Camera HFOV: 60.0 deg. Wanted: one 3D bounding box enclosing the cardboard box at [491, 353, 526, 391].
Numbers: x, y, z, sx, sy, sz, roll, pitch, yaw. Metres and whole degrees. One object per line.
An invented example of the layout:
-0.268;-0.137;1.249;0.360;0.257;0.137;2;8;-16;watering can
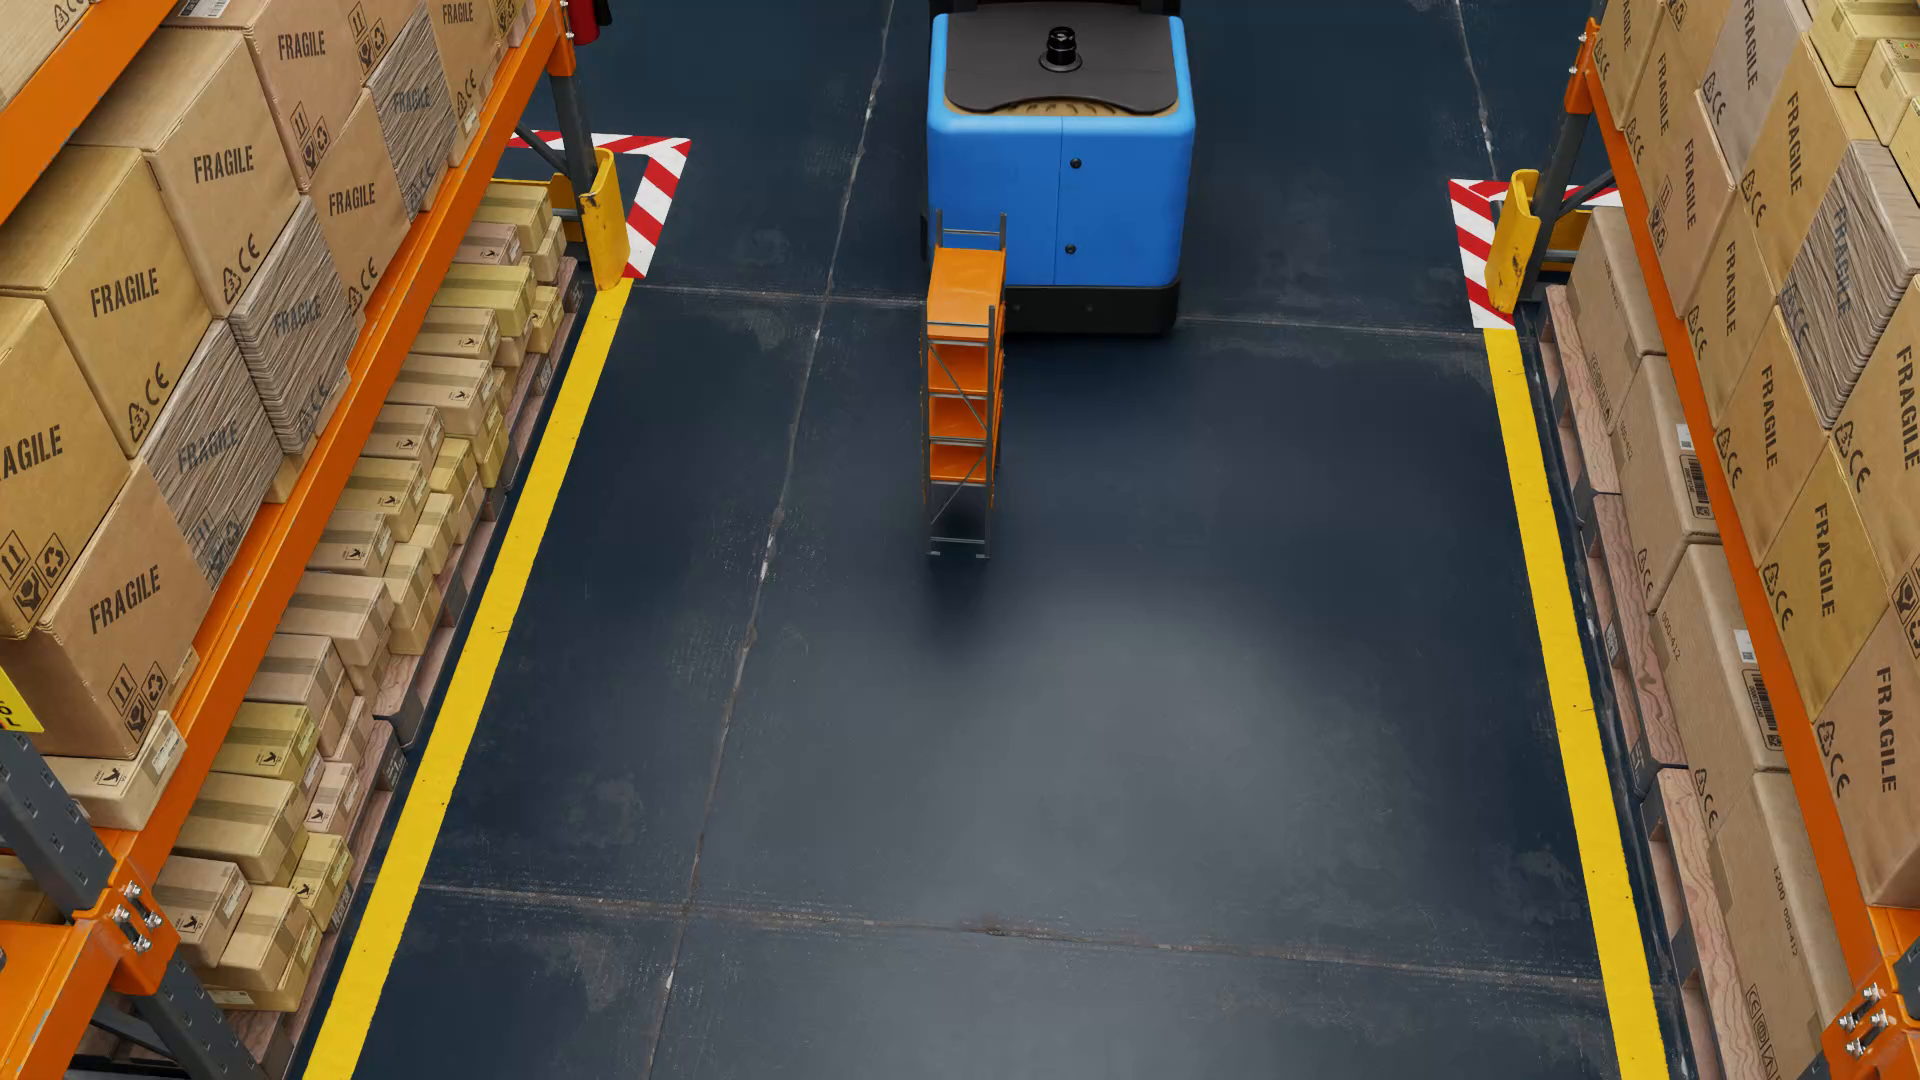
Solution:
-1.930;-0.710;6.514;0.380;0.149;0.250;4;48;3;cardboard box

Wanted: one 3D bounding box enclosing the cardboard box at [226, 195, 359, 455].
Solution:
-2.006;-0.589;4.486;0.500;0.500;0.500;3;48;3;cardboard box

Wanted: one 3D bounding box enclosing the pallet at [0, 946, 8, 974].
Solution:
-2.637;1.241;3.212;1.003;0.211;1.213;4;48;4;pallet

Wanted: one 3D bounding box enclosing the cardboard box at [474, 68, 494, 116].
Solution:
-1.874;-1.606;5.857;0.380;0.149;0.250;3;48;3;cardboard box

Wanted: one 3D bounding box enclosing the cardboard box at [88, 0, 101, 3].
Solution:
-2.014;-1.410;3.576;0.500;0.250;0.500;6;48;5;cardboard box

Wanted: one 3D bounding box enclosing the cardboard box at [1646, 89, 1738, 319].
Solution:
2.469;-1.011;5.074;0.500;0.500;0.500;4;48;3;cardboard box

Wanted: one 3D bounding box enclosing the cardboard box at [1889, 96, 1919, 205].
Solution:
2.407;-0.890;3.847;0.380;0.149;0.250;3;48;3;cardboard box

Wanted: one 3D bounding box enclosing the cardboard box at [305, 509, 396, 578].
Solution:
-2.078;0.036;5.428;0.380;0.149;0.250;2;48;2;cardboard box

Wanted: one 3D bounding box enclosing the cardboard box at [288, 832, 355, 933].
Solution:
-2.045;1.003;4.947;0.380;0.149;0.250;5;48;5;cardboard box

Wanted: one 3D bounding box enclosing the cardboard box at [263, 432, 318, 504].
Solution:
-2.030;-0.252;4.618;0.380;0.149;0.250;5;48;4;cardboard box

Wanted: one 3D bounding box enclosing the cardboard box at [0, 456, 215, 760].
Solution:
-2.126;0.143;3.817;0.500;0.500;0.500;3;48;3;cardboard box

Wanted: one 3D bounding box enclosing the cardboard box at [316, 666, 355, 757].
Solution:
-2.123;0.528;5.180;0.380;0.149;0.250;2;48;2;cardboard box

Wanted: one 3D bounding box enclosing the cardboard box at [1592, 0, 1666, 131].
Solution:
2.551;-1.757;5.756;0.500;0.500;0.500;4;48;3;cardboard box

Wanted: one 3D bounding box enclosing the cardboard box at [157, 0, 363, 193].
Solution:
-1.981;-1.290;4.450;0.500;0.500;0.500;2;48;2;cardboard box

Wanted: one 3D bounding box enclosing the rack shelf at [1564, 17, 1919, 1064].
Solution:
2.699;-0.344;5.020;1.077;0.370;4.000;4;48;4;rack shelf

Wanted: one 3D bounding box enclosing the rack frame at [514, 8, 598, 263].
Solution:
-2.058;-2.315;6.335;1.000;3.000;0.127;4;48;4;rack frame

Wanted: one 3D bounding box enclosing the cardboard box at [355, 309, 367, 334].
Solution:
-2.021;-0.648;4.980;0.380;0.149;0.250;5;48;5;cardboard box

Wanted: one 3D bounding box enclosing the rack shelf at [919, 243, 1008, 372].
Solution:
0.015;-0.792;5.629;0.258;0.148;0.480;4;48;4;rack shelf

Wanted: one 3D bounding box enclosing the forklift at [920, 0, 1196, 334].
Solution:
0.414;-2.924;6.938;1.130;2.935;3.031;1;48;1;forklift

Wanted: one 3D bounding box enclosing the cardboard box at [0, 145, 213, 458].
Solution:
-2.106;-0.545;3.768;0.500;0.500;0.500;3;48;2;cardboard box

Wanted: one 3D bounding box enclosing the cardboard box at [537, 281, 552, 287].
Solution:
-1.898;-1.094;6.865;0.380;0.149;0.250;5;48;4;cardboard box

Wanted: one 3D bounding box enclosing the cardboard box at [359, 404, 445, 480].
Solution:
-2.021;-0.337;5.769;0.380;0.149;0.250;2;48;2;cardboard box

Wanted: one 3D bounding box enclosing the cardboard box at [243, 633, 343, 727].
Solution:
-2.125;0.424;5.074;0.380;0.149;0.250;3;48;3;cardboard box

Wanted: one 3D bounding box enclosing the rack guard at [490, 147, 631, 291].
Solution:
-2.065;-1.416;7.206;1.175;0.500;0.348;4;48;4;rack guard

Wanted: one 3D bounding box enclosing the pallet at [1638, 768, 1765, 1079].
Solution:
2.664;1.270;4.945;1.003;0.211;1.213;4;48;4;pallet

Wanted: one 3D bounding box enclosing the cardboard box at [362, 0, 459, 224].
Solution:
-1.931;-1.351;5.183;0.500;0.500;0.500;4;48;4;cardboard box

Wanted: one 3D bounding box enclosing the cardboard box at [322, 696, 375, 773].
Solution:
-2.101;0.627;5.291;0.380;0.149;0.250;3;48;3;cardboard box

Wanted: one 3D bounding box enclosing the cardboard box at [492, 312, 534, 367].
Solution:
-1.867;-0.806;6.400;0.380;0.149;0.250;2;48;2;cardboard box

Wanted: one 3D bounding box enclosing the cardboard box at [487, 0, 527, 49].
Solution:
-1.842;-2.102;5.870;0.500;0.500;0.500;5;48;4;cardboard box

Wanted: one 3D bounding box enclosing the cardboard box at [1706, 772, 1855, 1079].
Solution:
2.681;1.152;4.616;0.875;0.438;0.875;3;48;3;cardboard box

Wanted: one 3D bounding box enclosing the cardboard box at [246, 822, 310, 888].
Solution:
-2.137;0.907;4.833;0.380;0.149;0.250;4;48;4;cardboard box

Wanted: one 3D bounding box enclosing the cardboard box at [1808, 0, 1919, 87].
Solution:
2.390;-1.268;4.192;0.380;0.149;0.250;3;48;3;cardboard box

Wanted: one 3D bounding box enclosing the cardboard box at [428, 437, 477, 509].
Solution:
-1.943;-0.238;5.880;0.380;0.149;0.250;6;48;5;cardboard box

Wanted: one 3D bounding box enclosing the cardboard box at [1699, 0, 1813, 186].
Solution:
2.474;-1.335;4.693;0.500;0.500;0.500;4;48;3;cardboard box

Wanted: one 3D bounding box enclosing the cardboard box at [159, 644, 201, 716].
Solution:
-2.121;0.328;4.088;0.380;0.149;0.250;5;48;5;cardboard box

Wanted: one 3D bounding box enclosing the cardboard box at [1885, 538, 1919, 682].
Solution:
2.284;0.146;3.338;0.500;0.500;0.500;4;48;3;cardboard box

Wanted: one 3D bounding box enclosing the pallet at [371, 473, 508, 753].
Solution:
-2.288;0.170;5.951;1.003;0.211;1.213;4;48;4;pallet

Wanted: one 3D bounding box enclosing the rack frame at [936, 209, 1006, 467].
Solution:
0.037;-0.706;6.082;0.240;1.200;0.015;4;48;4;rack frame

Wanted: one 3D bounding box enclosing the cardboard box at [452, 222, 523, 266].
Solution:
-1.934;-1.109;6.476;0.380;0.149;0.250;5;48;4;cardboard box

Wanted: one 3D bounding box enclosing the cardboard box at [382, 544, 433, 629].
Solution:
-1.988;0.146;5.530;0.380;0.149;0.250;4;48;3;cardboard box

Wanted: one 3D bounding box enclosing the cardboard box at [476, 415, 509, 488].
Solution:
-1.901;-0.336;6.172;0.380;0.149;0.250;2;48;2;cardboard box

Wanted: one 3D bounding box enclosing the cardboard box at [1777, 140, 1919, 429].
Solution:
2.376;-0.601;4.021;0.500;0.500;0.500;4;48;4;cardboard box

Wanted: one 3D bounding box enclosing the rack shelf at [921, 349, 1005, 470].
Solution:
0.015;-0.481;5.968;0.258;0.148;0.480;4;48;4;rack shelf

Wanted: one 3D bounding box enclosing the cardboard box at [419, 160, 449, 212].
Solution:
-1.927;-1.226;5.508;0.380;0.149;0.250;2;48;2;cardboard box

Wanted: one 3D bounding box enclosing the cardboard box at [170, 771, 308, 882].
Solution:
-2.100;0.806;4.724;0.380;0.149;0.250;6;48;5;cardboard box

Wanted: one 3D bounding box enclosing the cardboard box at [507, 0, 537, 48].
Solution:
-1.806;-1.972;6.191;0.380;0.149;0.250;4;48;4;cardboard box

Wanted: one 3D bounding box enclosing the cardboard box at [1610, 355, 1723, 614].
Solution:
2.845;-0.169;5.823;0.875;0.438;0.875;5;48;5;cardboard box

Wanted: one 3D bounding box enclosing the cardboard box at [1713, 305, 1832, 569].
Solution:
2.377;-0.258;4.385;0.500;0.500;0.500;3;48;3;cardboard box

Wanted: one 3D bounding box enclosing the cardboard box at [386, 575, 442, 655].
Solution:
-1.991;0.242;5.643;0.380;0.149;0.250;3;48;2;cardboard box

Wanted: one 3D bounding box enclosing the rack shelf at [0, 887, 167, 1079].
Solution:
-2.604;2.337;2.568;1.077;0.370;4.000;4;48;4;rack shelf

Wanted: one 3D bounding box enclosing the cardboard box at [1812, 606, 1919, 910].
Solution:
2.304;0.491;3.700;0.500;0.500;0.500;4;48;4;cardboard box

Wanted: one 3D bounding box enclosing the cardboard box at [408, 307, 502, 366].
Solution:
-1.917;-0.724;6.124;0.380;0.149;0.250;2;48;2;cardboard box

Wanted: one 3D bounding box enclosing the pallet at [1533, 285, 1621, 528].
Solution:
2.886;-0.523;6.585;1.003;0.211;1.213;4;48;4;pallet

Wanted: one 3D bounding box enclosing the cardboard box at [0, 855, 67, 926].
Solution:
-2.649;0.965;4.579;0.380;0.149;0.250;5;48;5;cardboard box

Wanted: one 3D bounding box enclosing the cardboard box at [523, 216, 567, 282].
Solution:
-1.822;-1.188;6.750;0.380;0.149;0.250;3;48;2;cardboard box

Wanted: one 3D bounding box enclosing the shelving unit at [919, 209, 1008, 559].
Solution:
0.015;-0.527;5.918;0.258;1.200;0.503;4;48;4;shelving unit
